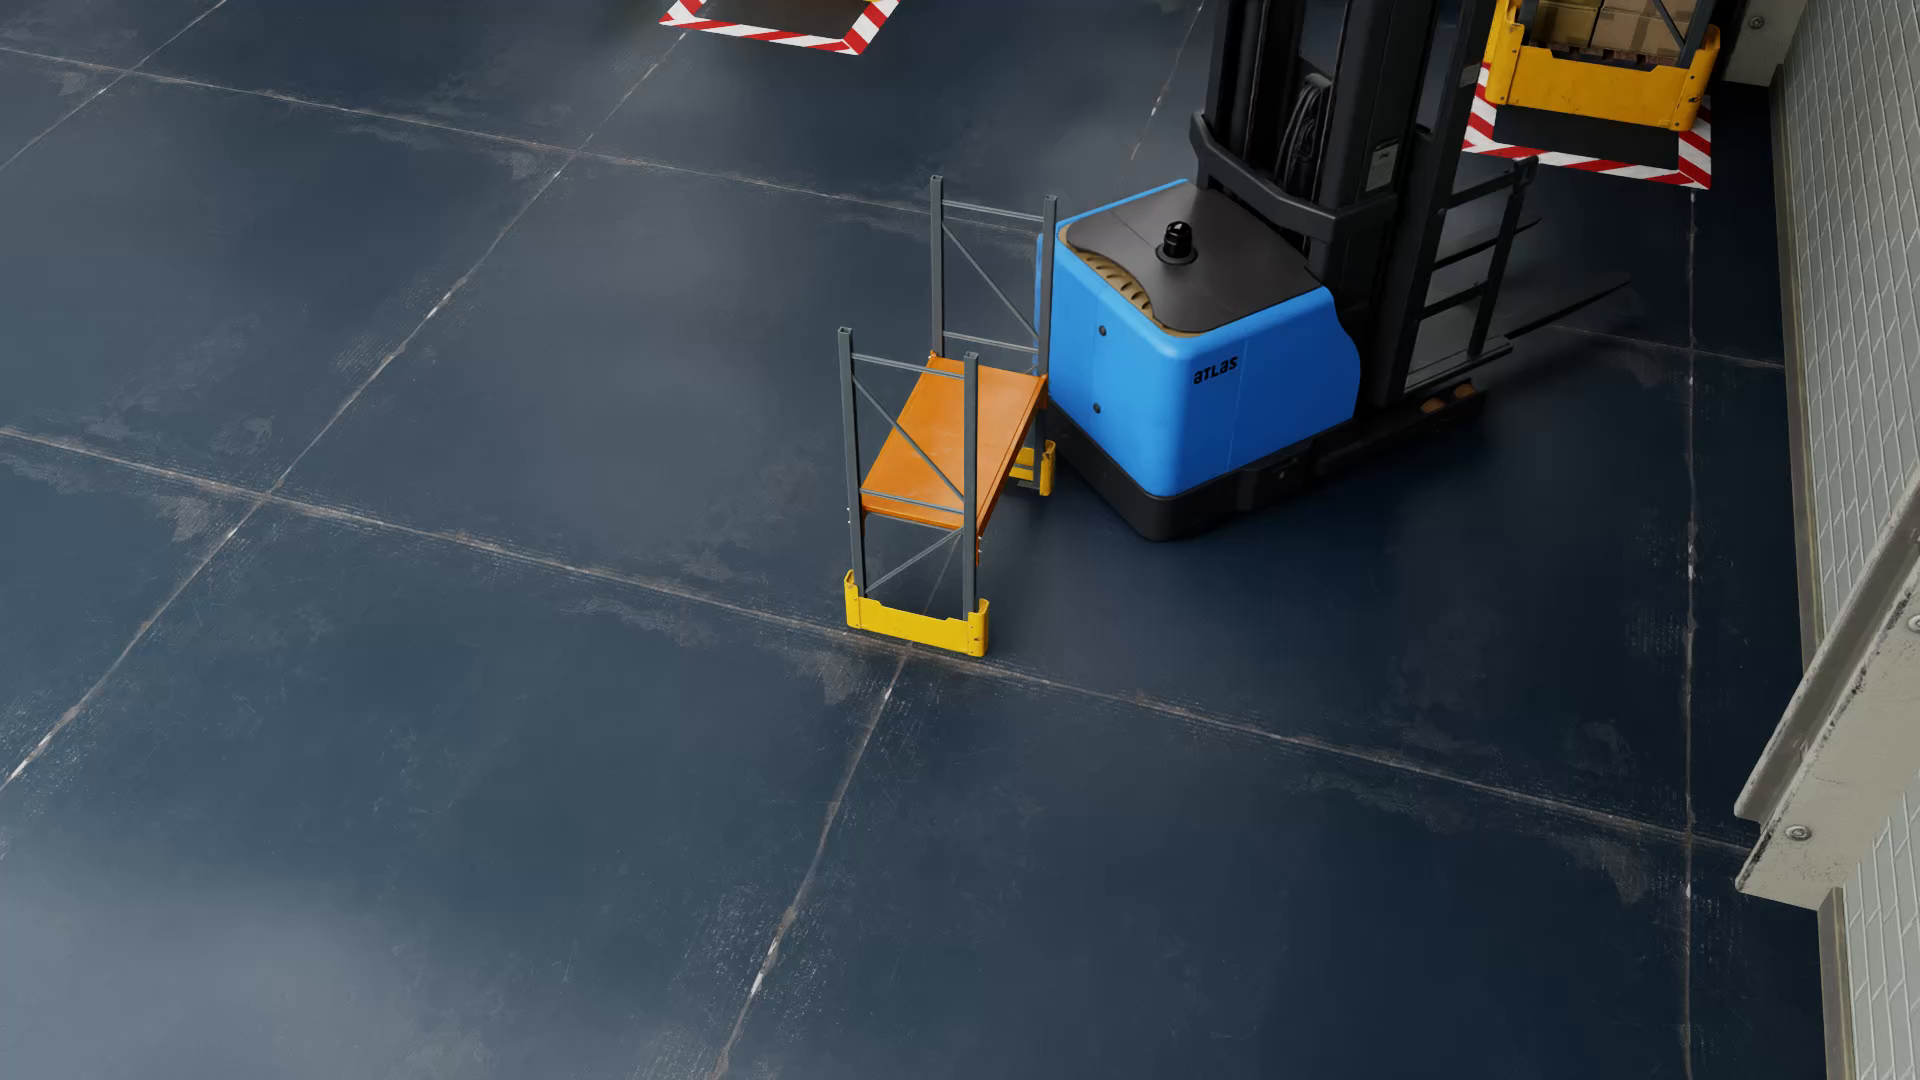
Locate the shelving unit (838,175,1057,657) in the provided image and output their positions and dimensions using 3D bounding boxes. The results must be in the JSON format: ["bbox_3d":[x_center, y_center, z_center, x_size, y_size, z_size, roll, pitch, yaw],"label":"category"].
[{"bbox_3d":[-0.023,-0.485,6.573,0.587,1.500,1.083,13,46,13],"label":"shelving unit"}]

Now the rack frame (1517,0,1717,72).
[{"bbox_3d":[3.698,-3.658,8.742,1.000,3.000,0.127,13,46,13],"label":"rack frame"}]

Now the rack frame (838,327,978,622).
[{"bbox_3d":[-0.180,-0.140,6.220,0.500,1.500,0.032,13,46,13],"label":"rack frame"}]

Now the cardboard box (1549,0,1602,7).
[{"bbox_3d":[3.548,-3.394,9.781,0.500,0.250,0.500,12,46,12],"label":"cardboard box"}]

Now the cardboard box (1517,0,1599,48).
[{"bbox_3d":[3.540,-3.205,9.946,0.500,0.250,0.500,13,46,13],"label":"cardboard box"}]

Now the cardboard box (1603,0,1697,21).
[{"bbox_3d":[4.039,-3.273,9.658,0.500,0.250,0.500,13,46,13],"label":"cardboard box"}]

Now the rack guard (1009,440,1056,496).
[{"bbox_3d":[0.128,-0.370,7.349,0.587,0.250,0.087,13,46,13],"label":"rack guard"}]

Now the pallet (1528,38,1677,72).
[{"bbox_3d":[3.890,-3.180,10.247,1.003,0.211,1.213,13,46,13],"label":"pallet"}]

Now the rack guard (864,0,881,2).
[{"bbox_3d":[-1.010,-3.864,10.740,1.175,0.500,0.348,13,46,13],"label":"rack guard"}]

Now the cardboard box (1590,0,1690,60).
[{"bbox_3d":[4.034,-3.111,9.849,0.500,0.250,0.500,13,46,13],"label":"cardboard box"}]

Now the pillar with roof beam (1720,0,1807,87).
[{"bbox_3d":[0.665,-6.987,7.855,9.100,9.000,0.400,13,46,13],"label":"pillar with roof beam"}]

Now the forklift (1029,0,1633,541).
[{"bbox_3d":[1.834,-1.828,6.922,3.031,2.935,1.130,-23,49,-22],"label":"forklift"}]

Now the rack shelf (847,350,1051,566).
[{"bbox_3d":[-0.026,-0.351,6.692,0.538,0.185,1.000,13,46,13],"label":"rack shelf"}]

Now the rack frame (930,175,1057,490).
[{"bbox_3d":[0.128,-0.818,6.913,0.500,1.500,0.032,13,46,13],"label":"rack frame"}]

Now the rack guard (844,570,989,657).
[{"bbox_3d":[-0.174,0.293,6.670,0.587,0.250,0.087,13,46,13],"label":"rack guard"}]

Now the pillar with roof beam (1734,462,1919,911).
[{"bbox_3d":[-1.152,-2.988,3.768,9.100,9.000,0.400,13,46,13],"label":"pillar with roof beam"}]

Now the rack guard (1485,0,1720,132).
[{"bbox_3d":[3.691,-2.748,9.600,1.175,0.500,0.348,13,46,13],"label":"rack guard"}]
